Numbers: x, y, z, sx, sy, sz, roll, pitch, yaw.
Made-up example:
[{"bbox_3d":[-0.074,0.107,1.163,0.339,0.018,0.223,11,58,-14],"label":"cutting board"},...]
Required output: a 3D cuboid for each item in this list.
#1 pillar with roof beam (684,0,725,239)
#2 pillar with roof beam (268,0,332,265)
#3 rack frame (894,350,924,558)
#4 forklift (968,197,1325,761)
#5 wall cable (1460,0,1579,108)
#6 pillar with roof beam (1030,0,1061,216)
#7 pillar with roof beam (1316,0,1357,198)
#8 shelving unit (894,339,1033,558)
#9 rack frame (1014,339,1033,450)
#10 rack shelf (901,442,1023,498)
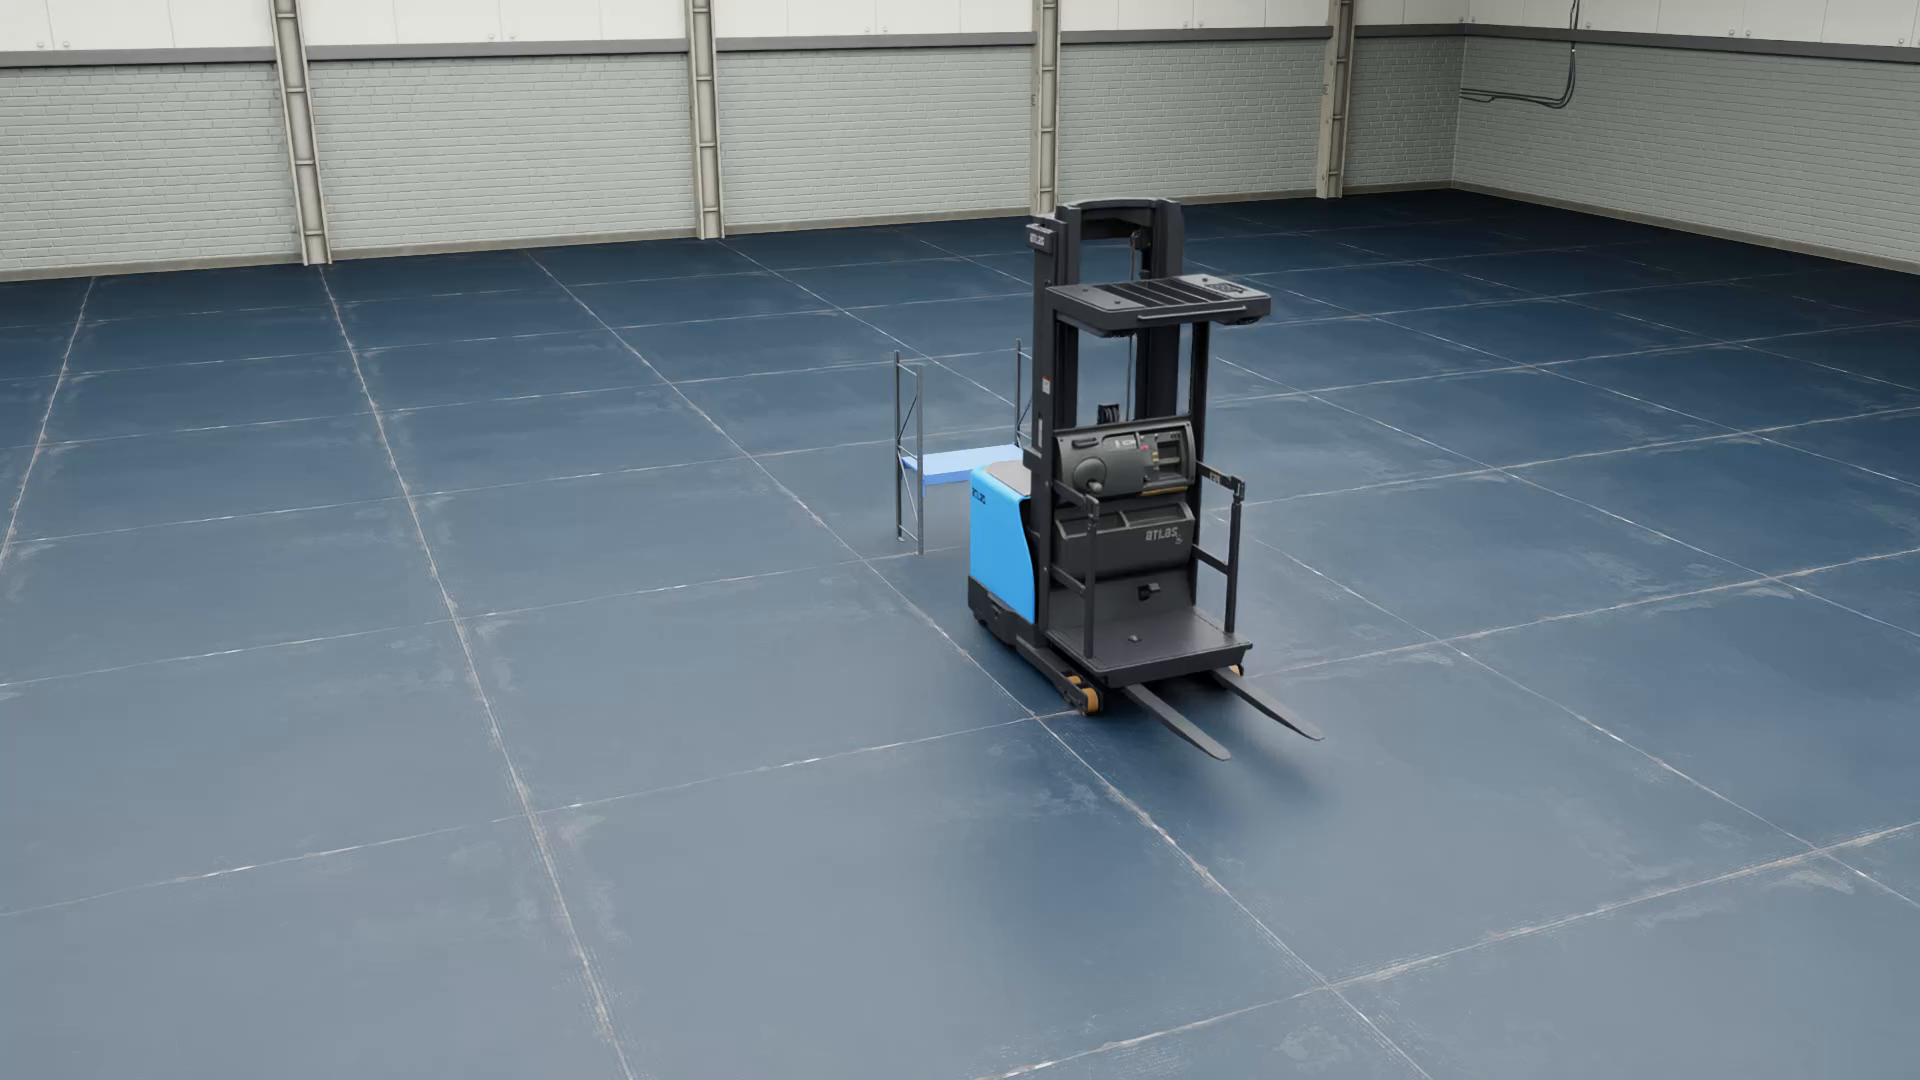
[{"bbox_3d":[-2.341,-7.843,21.749,0.400,9.000,9.100,-8,21,-22],"label":"pillar with roof beam"},{"bbox_3d":[-7.850,-7.054,19.507,0.400,9.000,9.100,-8,21,-22],"label":"pillar with roof beam"},{"bbox_3d":[-0.388,-0.652,12.615,0.032,1.500,0.500,-8,21,-22],"label":"rack frame"},{"bbox_3d":[1.111,-0.488,9.994,1.130,2.935,3.031,-8,21,-22],"label":"forklift"},{"bbox_3d":[10.201,-9.255,30.432,0.112,2.526,3.097,-8,21,-22],"label":"wall cable"},{"bbox_3d":[3.169,-8.633,23.990,0.400,9.000,9.100,-8,21,-22],"label":"pillar with roof beam"},{"bbox_3d":[8.678,-9.422,26.232,0.400,9.000,9.100,-8,21,-22],"label":"pillar with roof beam"},{"bbox_3d":[0.078,-0.719,12.805,1.048,1.500,0.538,-8,21,-22],"label":"shelving unit"},{"bbox_3d":[0.545,-0.786,12.995,0.032,1.500,0.500,-8,21,-22],"label":"rack frame"},{"bbox_3d":[0.078,-0.549,12.865,1.000,0.185,0.538,-8,21,-22],"label":"rack shelf"}]
